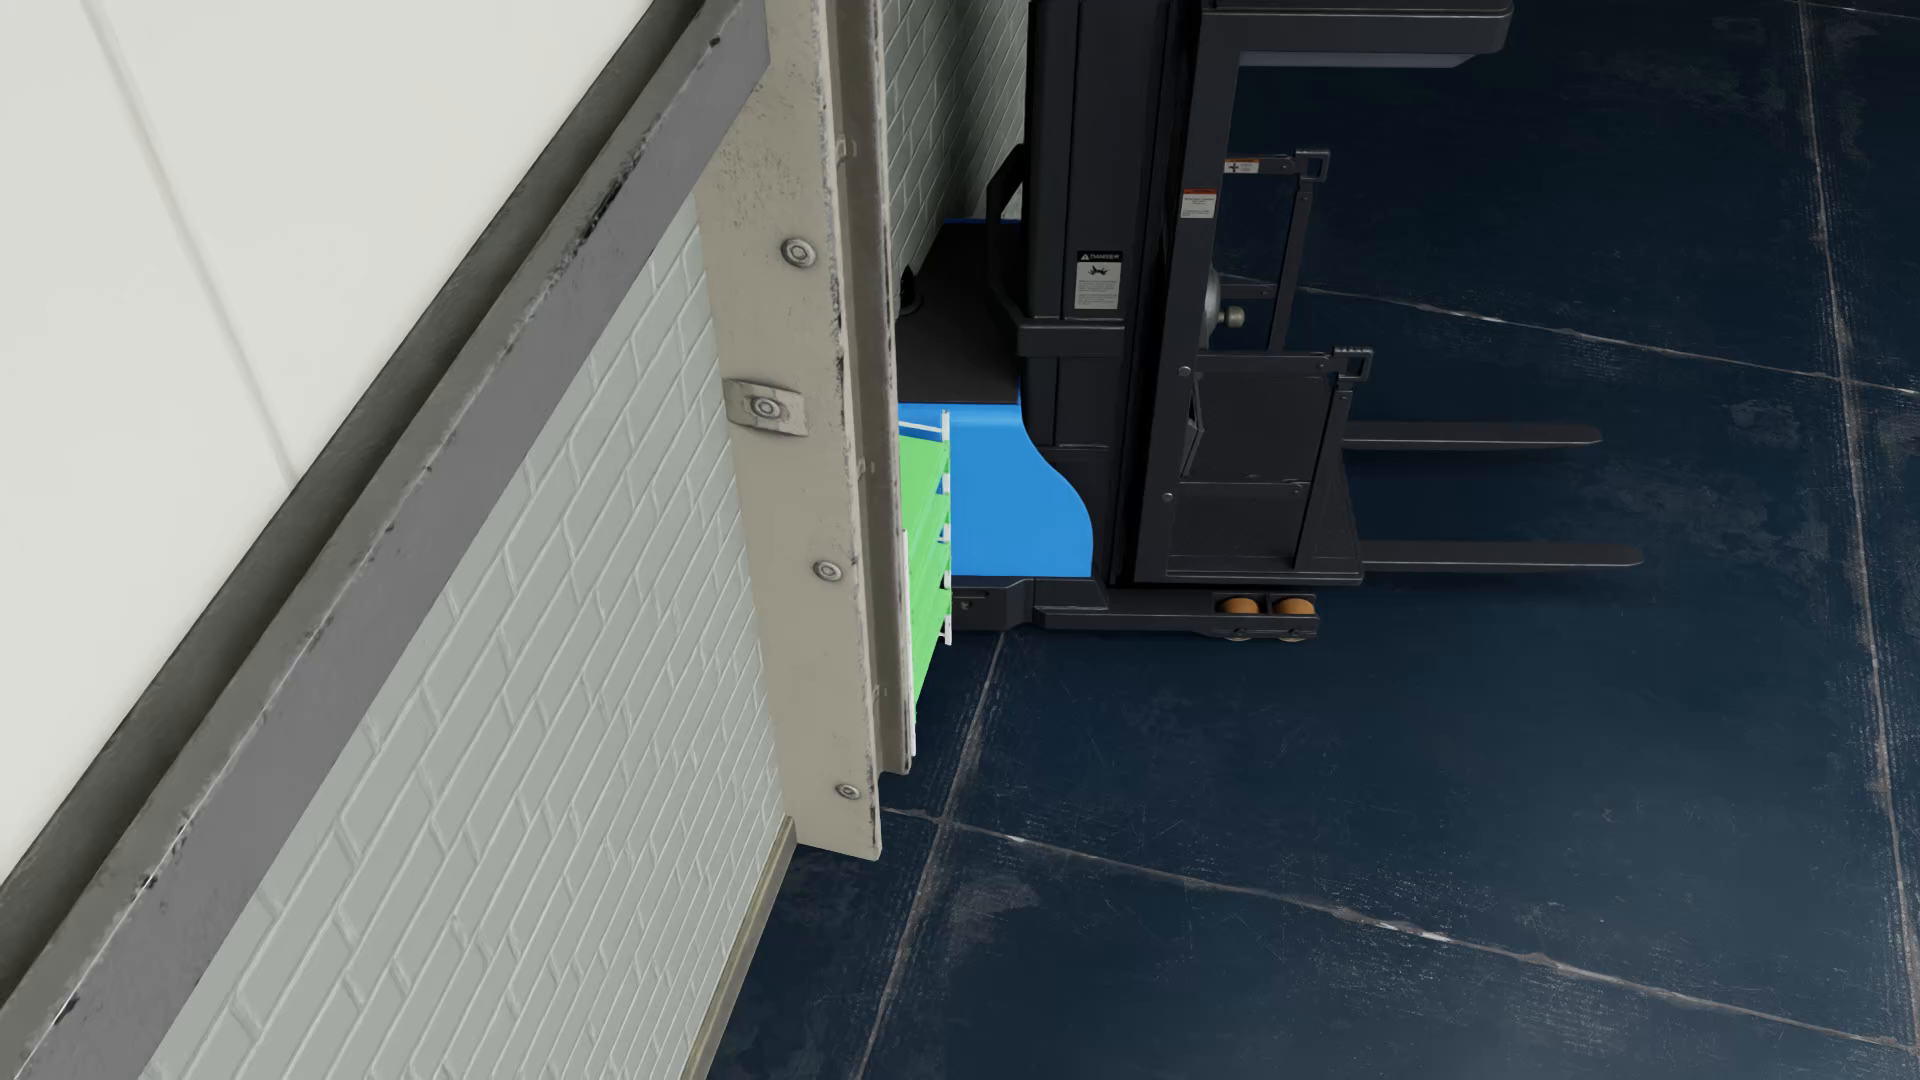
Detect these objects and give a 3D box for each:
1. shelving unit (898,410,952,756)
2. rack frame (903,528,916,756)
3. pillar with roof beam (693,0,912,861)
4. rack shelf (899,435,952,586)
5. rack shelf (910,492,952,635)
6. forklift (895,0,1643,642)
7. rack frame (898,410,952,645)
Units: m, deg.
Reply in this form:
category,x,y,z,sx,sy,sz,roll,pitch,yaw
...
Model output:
category,x,y,z,sx,sy,sz,roll,pitch,yaw
shelving unit,-0.209,0.162,5.364,0.258,1.200,0.503,11,50,9
rack frame,-0.268,0.342,5.210,0.240,1.200,0.015,11,50,9
pillar with roof beam,3.791,-1.270,1.369,9.100,9.000,0.400,12,50,10
rack shelf,-0.209,-0.109,5.048,0.258,0.148,0.480,11,50,9
rack shelf,-0.209,0.047,5.230,0.258,0.148,0.480,11,50,9
forklift,0.911,-1.013,5.189,3.031,2.935,1.130,1,49,1
rack frame,-0.149,-0.018,5.518,0.240,1.200,0.015,11,50,9
